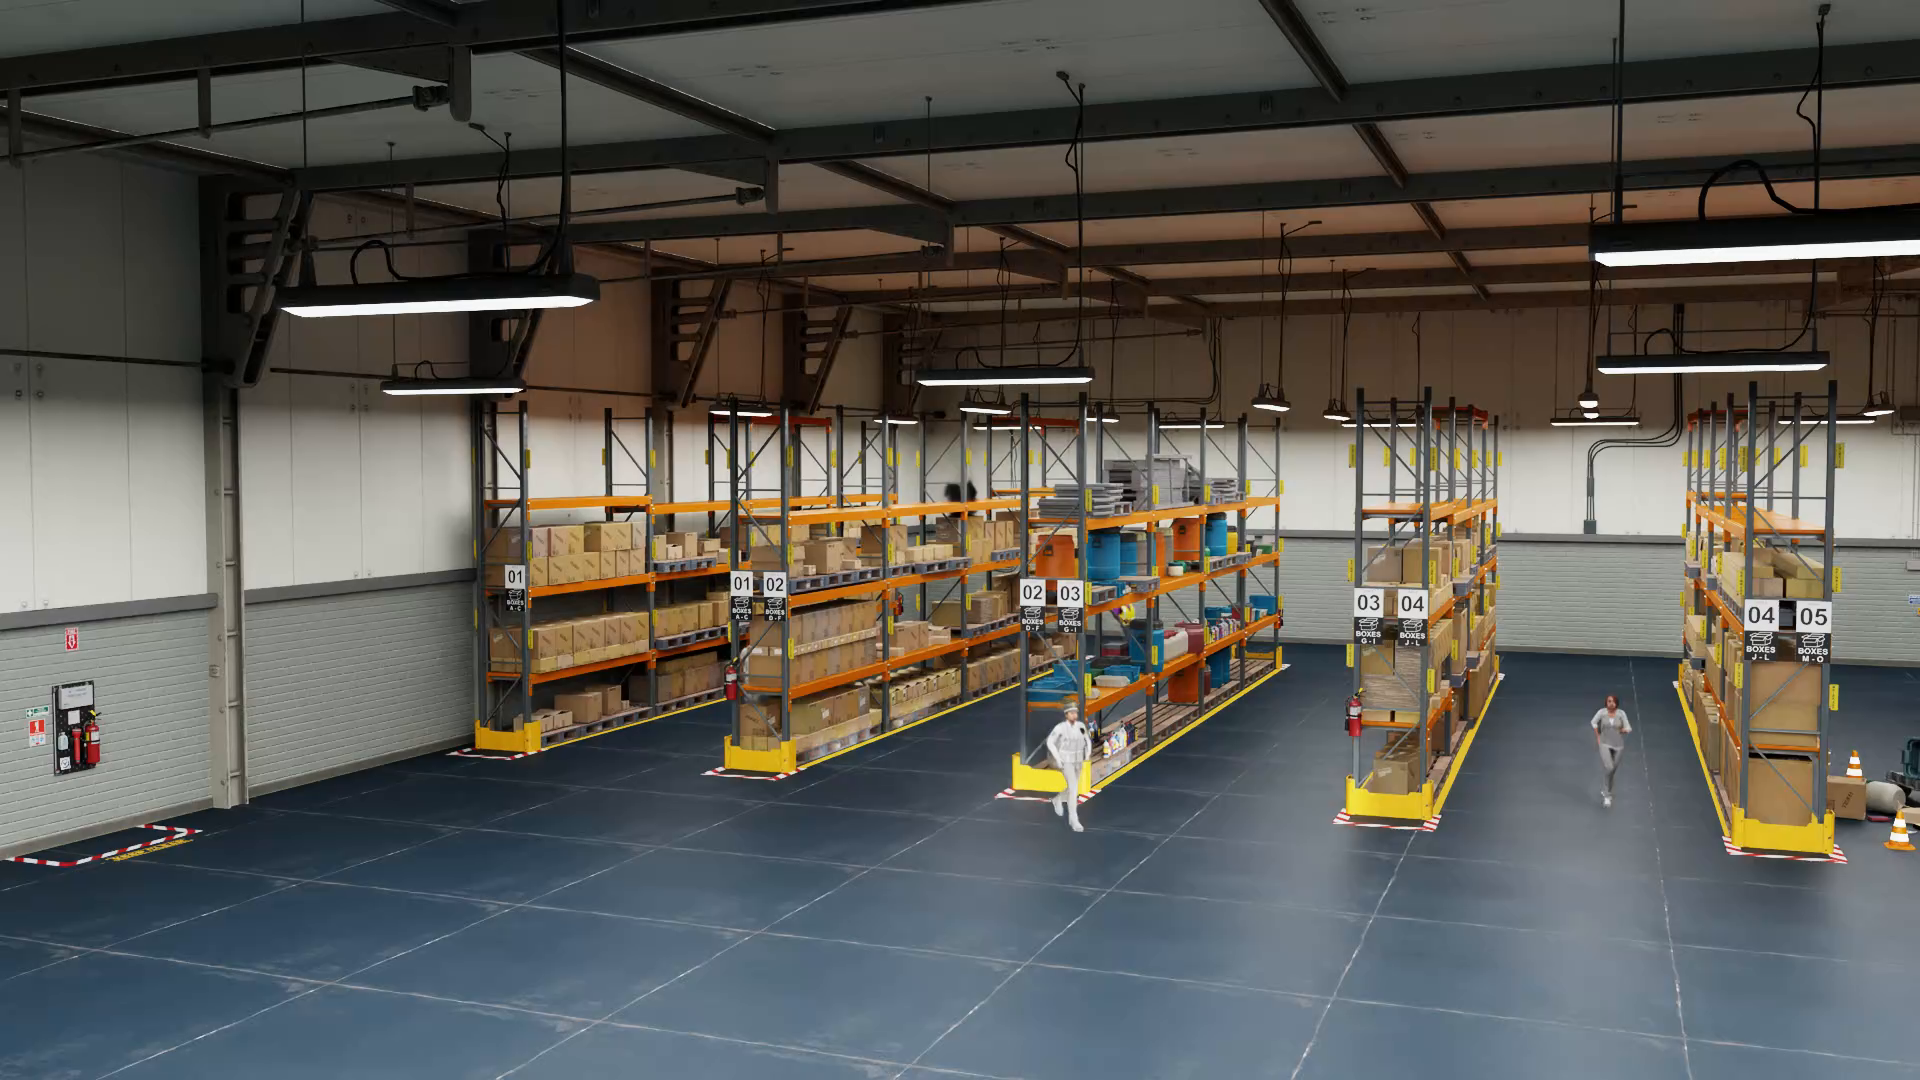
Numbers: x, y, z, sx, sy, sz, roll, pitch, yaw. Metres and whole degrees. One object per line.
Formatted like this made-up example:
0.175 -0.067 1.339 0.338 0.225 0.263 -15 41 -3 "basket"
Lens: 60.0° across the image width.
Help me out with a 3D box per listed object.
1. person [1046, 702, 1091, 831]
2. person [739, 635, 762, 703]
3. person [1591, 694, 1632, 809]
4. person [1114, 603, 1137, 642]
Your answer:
1.488 3.051 22.707 0.617 1.723 0.807 -2 3 -29 "person"
-3.884 2.627 31.456 0.702 1.739 0.705 0 3 9 "person"
9.435 3.043 24.069 0.508 1.647 0.719 0 3 10 "person"
4.160 2.124 41.317 0.711 1.724 0.796 -1 3 -27 "person"
